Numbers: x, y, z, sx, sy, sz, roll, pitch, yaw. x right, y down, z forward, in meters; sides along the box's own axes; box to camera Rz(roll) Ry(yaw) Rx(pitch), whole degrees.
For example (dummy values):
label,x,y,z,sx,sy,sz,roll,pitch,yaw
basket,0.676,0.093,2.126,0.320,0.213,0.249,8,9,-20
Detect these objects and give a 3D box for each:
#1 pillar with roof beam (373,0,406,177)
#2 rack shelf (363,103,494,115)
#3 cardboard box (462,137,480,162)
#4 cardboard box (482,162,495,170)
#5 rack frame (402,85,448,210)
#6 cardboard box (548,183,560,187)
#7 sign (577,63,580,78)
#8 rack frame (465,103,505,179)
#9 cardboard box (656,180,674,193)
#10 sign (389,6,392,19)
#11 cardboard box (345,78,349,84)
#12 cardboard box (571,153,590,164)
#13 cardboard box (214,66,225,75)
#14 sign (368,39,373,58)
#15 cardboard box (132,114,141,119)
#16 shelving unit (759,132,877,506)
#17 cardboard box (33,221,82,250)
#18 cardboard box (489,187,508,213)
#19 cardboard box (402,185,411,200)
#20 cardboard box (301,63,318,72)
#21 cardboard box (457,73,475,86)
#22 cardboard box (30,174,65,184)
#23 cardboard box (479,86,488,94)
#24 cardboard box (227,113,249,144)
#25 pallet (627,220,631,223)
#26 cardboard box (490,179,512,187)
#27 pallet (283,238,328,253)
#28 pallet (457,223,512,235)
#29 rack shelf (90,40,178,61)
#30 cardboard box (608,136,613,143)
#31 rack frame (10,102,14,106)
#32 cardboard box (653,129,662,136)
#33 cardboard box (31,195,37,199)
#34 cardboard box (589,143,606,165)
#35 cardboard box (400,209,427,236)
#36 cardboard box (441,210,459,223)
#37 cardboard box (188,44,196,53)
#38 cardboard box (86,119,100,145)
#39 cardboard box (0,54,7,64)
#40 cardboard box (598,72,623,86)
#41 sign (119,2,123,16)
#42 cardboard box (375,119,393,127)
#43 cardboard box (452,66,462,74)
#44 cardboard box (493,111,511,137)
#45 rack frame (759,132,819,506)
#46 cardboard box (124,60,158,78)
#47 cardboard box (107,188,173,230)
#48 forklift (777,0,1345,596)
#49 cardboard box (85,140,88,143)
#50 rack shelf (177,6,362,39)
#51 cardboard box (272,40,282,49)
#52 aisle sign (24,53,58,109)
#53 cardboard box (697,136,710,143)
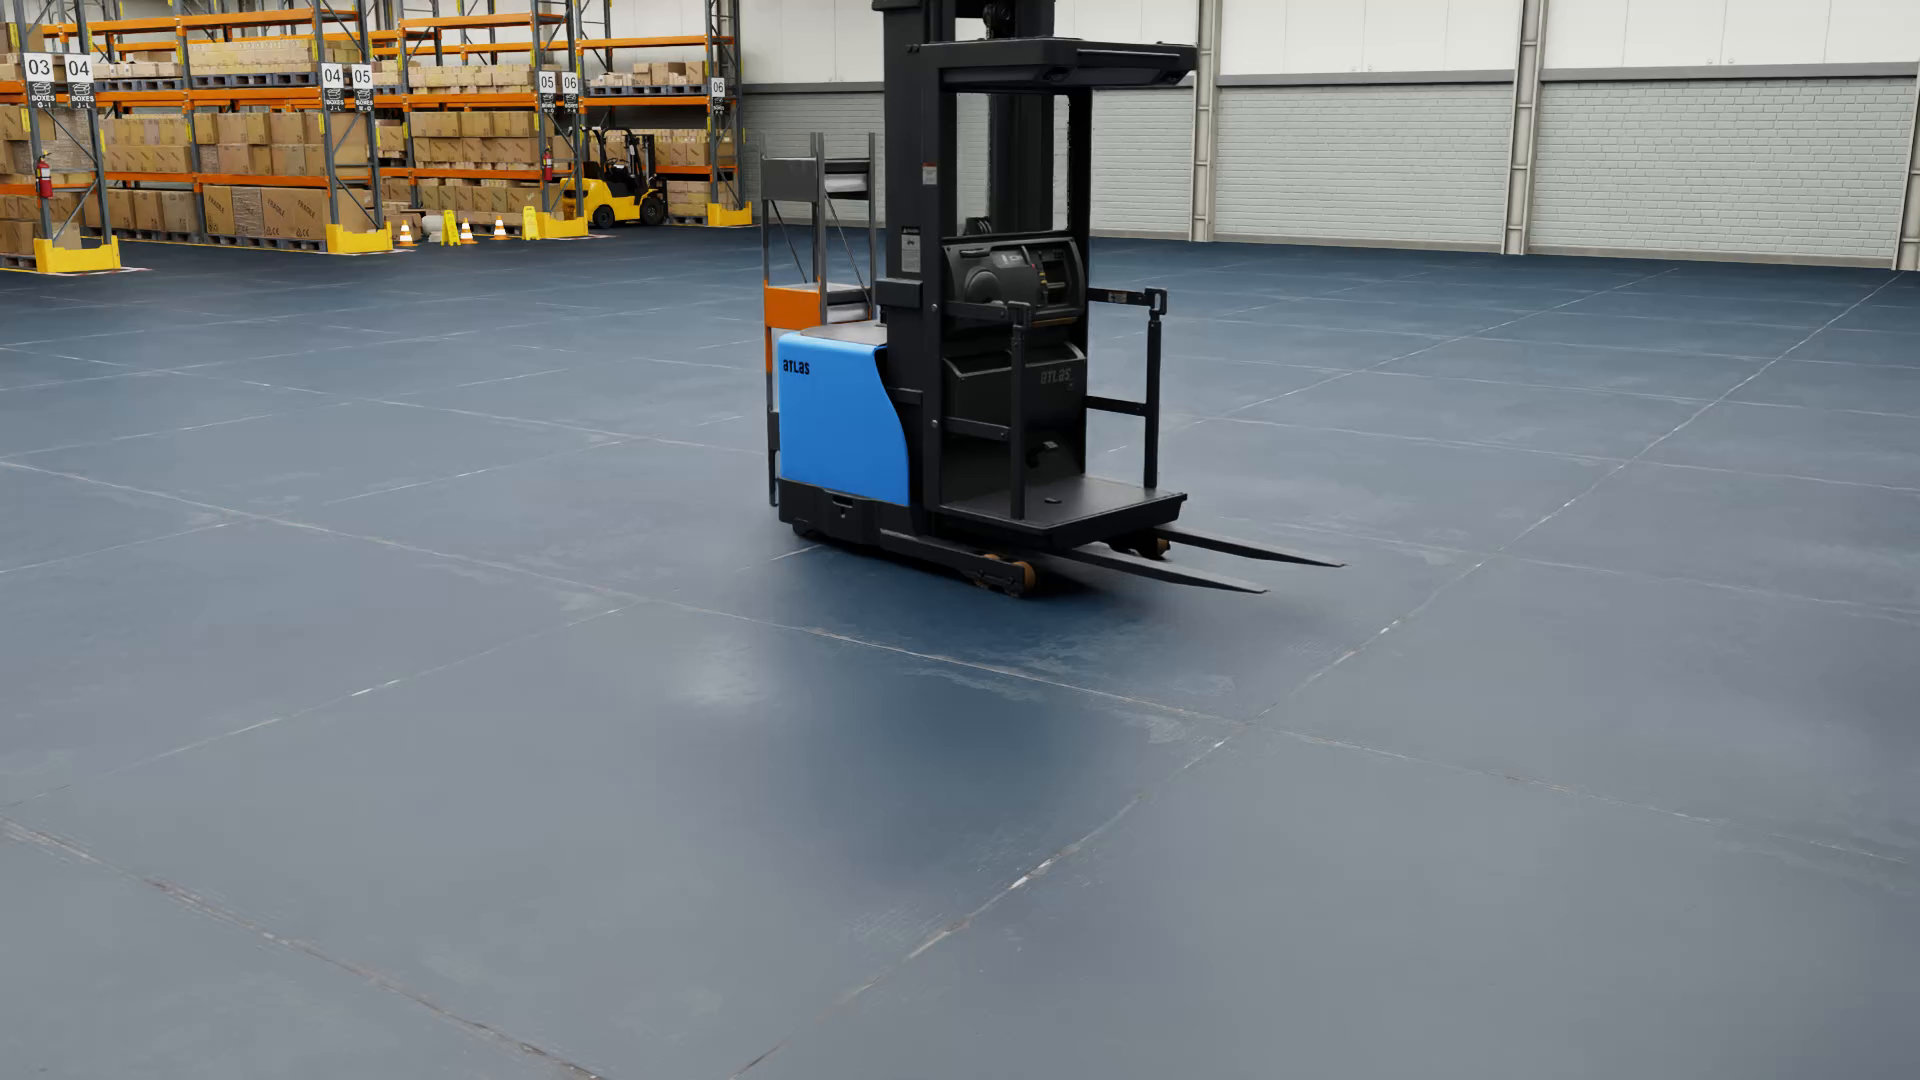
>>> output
label,x,y,z,sx,sy,sz,roll,pitch,yaw
pillar with roof beam,-17.647,-12.511,40.638,0.400,9.000,9.100,9,17,33
rack shelf,-13.510,-11.023,42.365,4.000,0.370,1.077,9,17,33
cardboard box,-9.820,-8.003,34.085,0.500,0.500,0.500,9,17,33
cardboard box,-9.510,-7.628,33.919,0.250,0.149,0.380,9,17,32
rack frame,-11.299,-8.121,35.389,0.127,3.000,1.000,9,17,33
cardboard box,-9.610,-8.336,40.324,0.625,0.625,0.875,9,17,32
sign,-8.826,-10.862,38.486,0.005,0.325,0.100,9,17,33
rack frame,-11.851,-9.648,41.556,0.127,3.000,1.000,9,17,33
cardboard box,-6.620,-8.062,37.917,0.500,0.250,0.500,9,17,34
sign,-14.865,-13.738,43.321,0.005,0.325,0.100,9,17,33
cardboard box,-13.336,-9.965,36.380,0.637,0.503,0.797,9,17,33
cardboard box,-9.096,-9.054,39.469,0.500,0.250,0.500,10,17,34
cardboard box,-13.235,-8.489,30.072,0.250,0.149,0.380,9,16,32
sign,-10.344,-8.613,29.149,0.005,0.325,0.100,9,17,33
cardboard box,-19.853,-10.260,40.390,0.250,0.149,0.380,9,16,31
shelving unit,-0.783,-1.209,9.336,0.503,2.100,0.431,13,19,43
cardboard box,-14.019,-4.687,25.841,0.500,0.500,0.500,13,19,43
cardboard box,-9.225,-6.943,33.916,0.500,0.500,0.500,10,17,35
cardboard box,-14.035,-8.928,42.975,0.500,0.500,0.500,9,16,31
cardboard box,-11.123,-8.148,28.694,0.250,0.149,0.380,9,17,33
cardboard box,-9.825,-9.331,33.726,0.500,0.250,0.500,9,17,33
cardboard box,-13.862,-5.484,25.258,0.250,0.149,0.380,9,17,33
cardboard box,-9.479,-9.089,33.576,0.250,0.149,0.380,9,16,31
cardboard box,-12.798,-7.511,30.364,0.550,0.550,0.875,9,17,33
pallet,-7.895,-7.643,39.259,1.213,0.211,1.003,9,17,33
cardboard box,-9.339,-7.259,33.841,0.250,0.149,0.380,10,17,34
pallet,-11.365,-5.323,29.885,1.213,0.211,1.003,9,17,33
pallet,-9.705,-6.521,34.728,1.213,0.211,1.003,9,17,33
rack shelf,-19.596,-11.831,40.220,4.000,0.370,1.077,9,17,33
cardboard box,-7.966,-9.316,38.657,0.250,0.149,0.380,9,17,33
rack frame,-20.616,-8.194,35.681,0.127,3.000,1.000,9,17,33
cardboard box,-6.742,-9.240,37.731,0.250,0.149,0.380,10,17,34
cardboard box,-18.848,-7.188,34.386,0.500,0.250,0.500,10,17,34
cardboard box,-8.309,-9.049,38.926,0.500,0.500,0.500,9,16,31
cardboard box,-11.169,-6.494,34.012,0.500,0.500,0.500,-4,14,-16
cardboard box,-10.511,-6.788,34.852,0.500,0.250,0.500,10,17,36
cardboard box,-13.865,-8.978,30.387,0.250,0.149,0.380,9,17,33
cardboard box,-16.930,-8.129,33.131,0.500,0.500,0.700,9,17,33
cardboard box,-14.354,-7.234,25.044,0.250,0.149,0.380,8,16,30
cardboard box,-7.977,-10.617,38.330,0.500,0.311,0.500,10,17,34
sign,-20.941,-13.241,41.477,0.005,0.325,0.100,9,17,33
cardboard box,-12.387,-8.940,35.644,0.250,0.149,0.380,9,16,31
cardboard box,-10.108,-9.572,33.868,0.250,0.149,0.380,9,16,32
cardboard box,-8.941,-8.358,33.435,0.500,0.500,0.700,9,17,33
rack frame,-0.956,-1.250,9.502,0.015,2.100,0.400,13,19,43
cardboard box,-15.555,-8.977,31.707,0.500,0.311,0.500,8,16,31
cardboard box,-16.114,-6.553,32.861,0.750,0.750,1.050,9,17,34
forklift,0.424,-1.299,7.971,3.031,2.935,1.130,13,19,43
cardboard box,-17.575,-8.129,33.831,0.250,0.149,0.380,9,17,33
rack shelf,-12.318,-9.222,29.677,4.000,0.370,1.077,9,17,33
cardboard box,-11.762,-8.638,29.015,0.250,0.149,0.380,10,17,34
aisle sign,-13.626,-6.803,24.652,0.004,0.787,0.394,9,17,33
cardboard box,-5.656,-8.929,37.094,0.250,0.149,0.380,9,17,34
